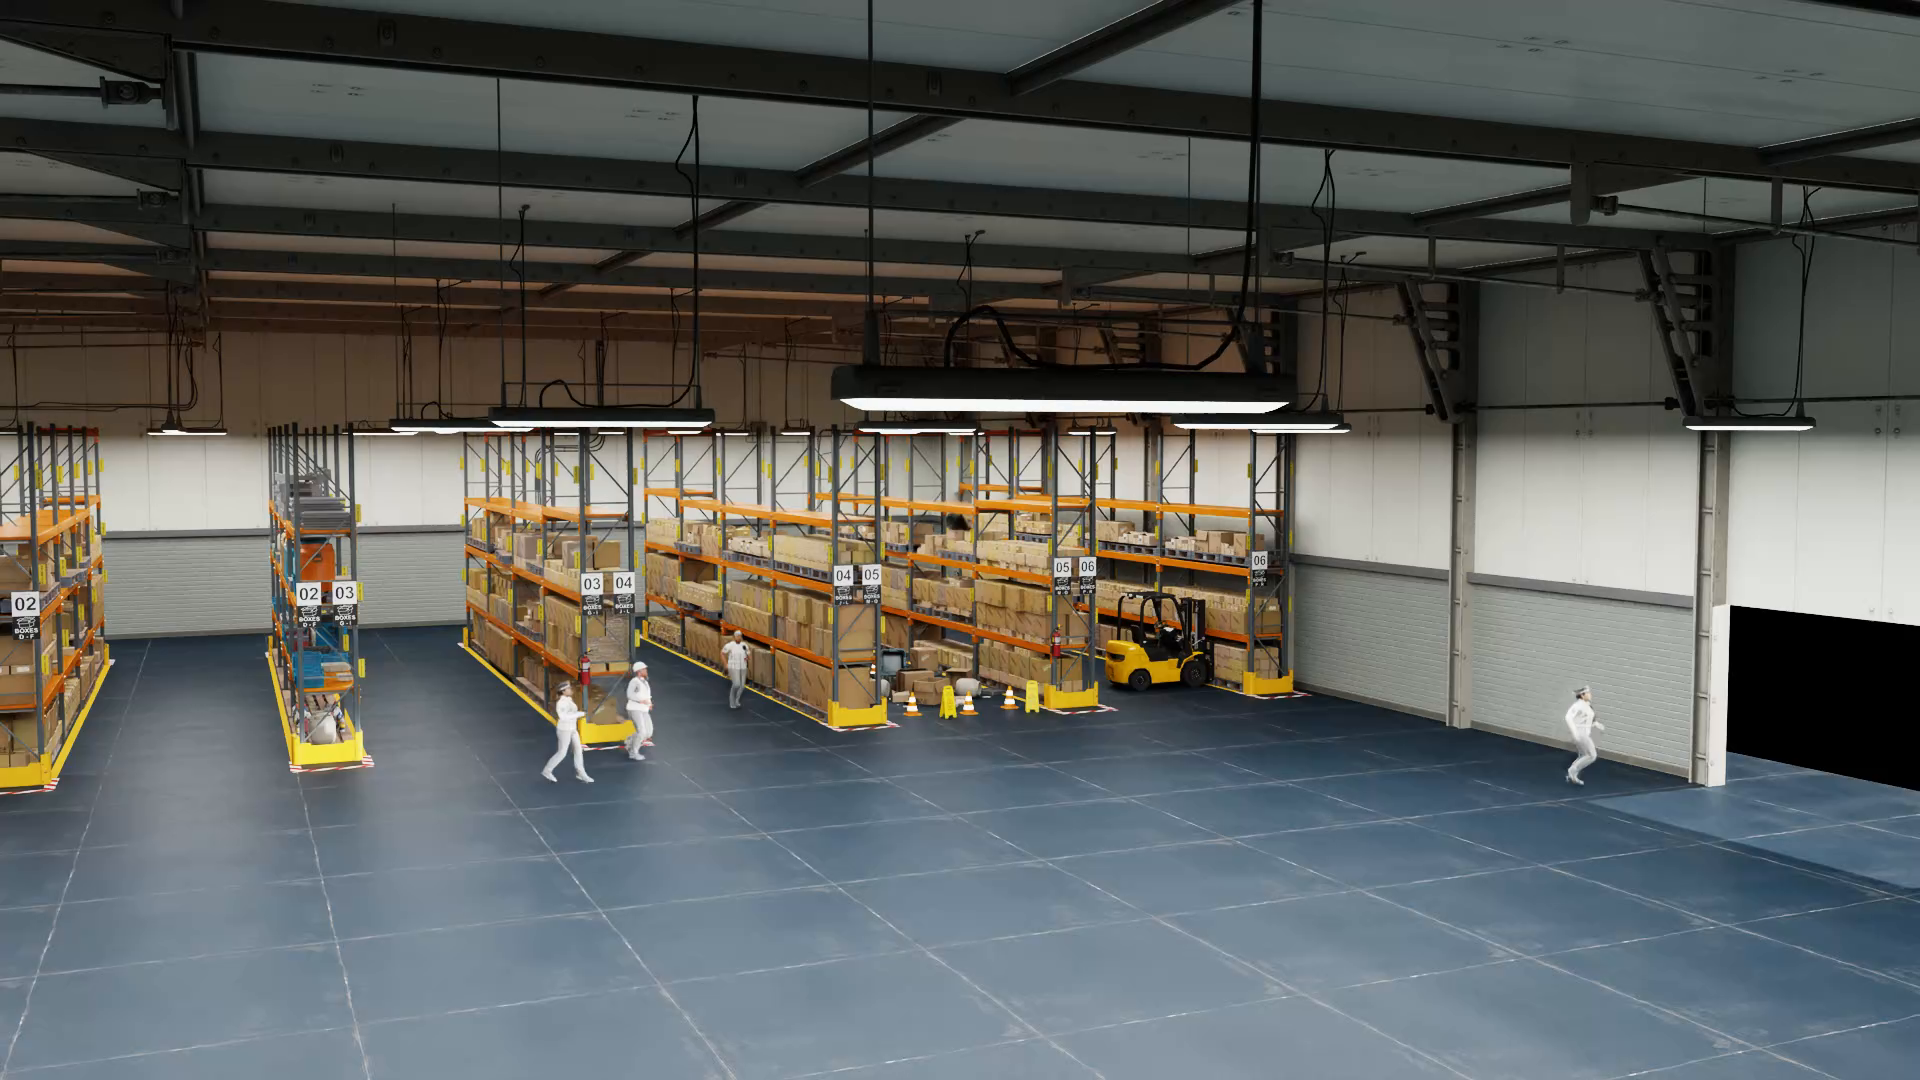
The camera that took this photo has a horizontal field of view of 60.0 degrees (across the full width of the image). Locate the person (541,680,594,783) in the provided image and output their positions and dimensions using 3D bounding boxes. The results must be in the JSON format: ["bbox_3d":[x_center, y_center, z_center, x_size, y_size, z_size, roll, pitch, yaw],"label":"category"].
[{"bbox_3d":[-6.494,3.166,27.475,0.852,1.708,0.605,0,3,5],"label":"person"}]

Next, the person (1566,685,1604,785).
[{"bbox_3d":[10.308,3.210,27.432,0.567,1.662,0.623,2,4,31],"label":"person"}]

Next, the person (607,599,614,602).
[{"bbox_3d":[-9.503,2.041,45.693,0.694,1.808,0.828,-1,4,-19],"label":"person"}]

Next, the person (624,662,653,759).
[{"bbox_3d":[-5.744,3.046,29.845,0.615,1.718,0.699,1,4,17],"label":"person"}]

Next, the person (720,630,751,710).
[{"bbox_3d":[-4.704,2.751,35.168,0.577,1.679,0.682,-2,4,-32],"label":"person"}]
